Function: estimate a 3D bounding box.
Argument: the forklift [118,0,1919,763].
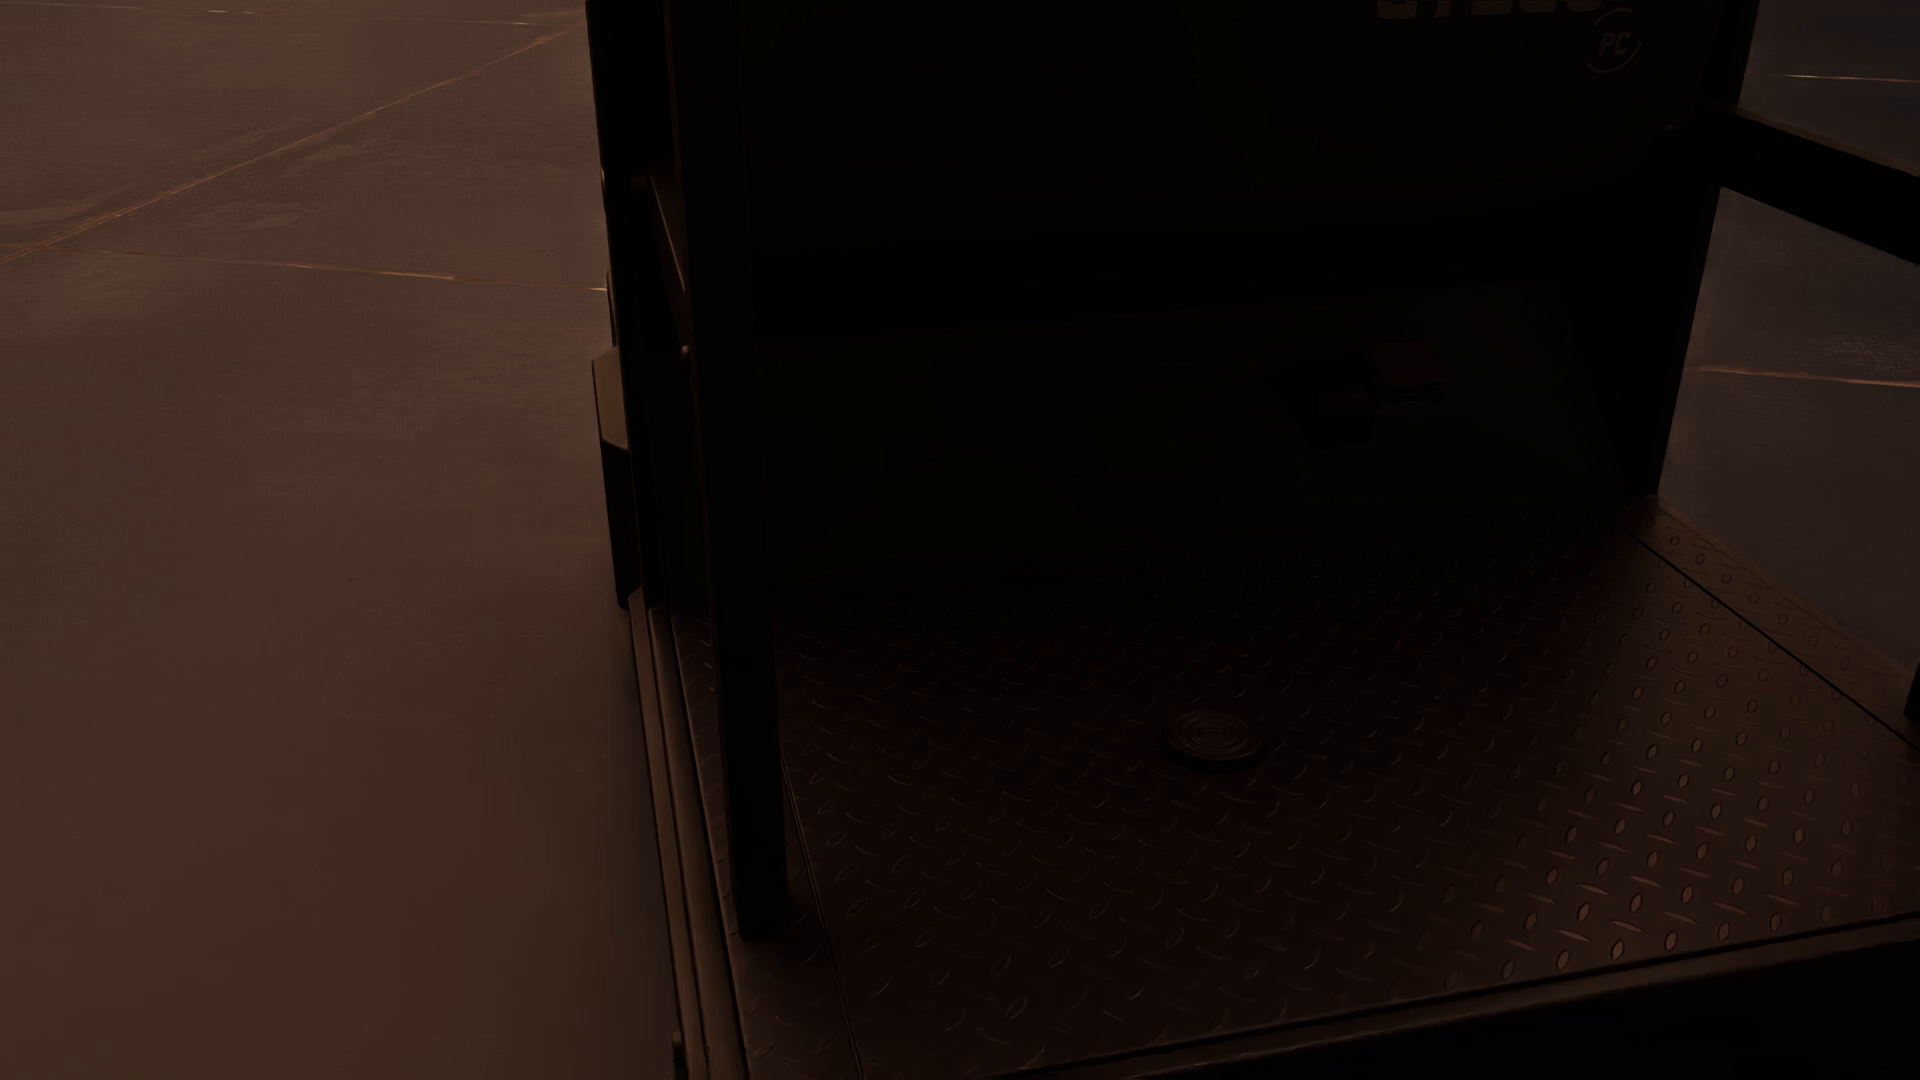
[{"bbox_3d":[0.600,-1.354,1.930,3.031,2.935,1.130,-4,27,-9],"label":"forklift"}]
